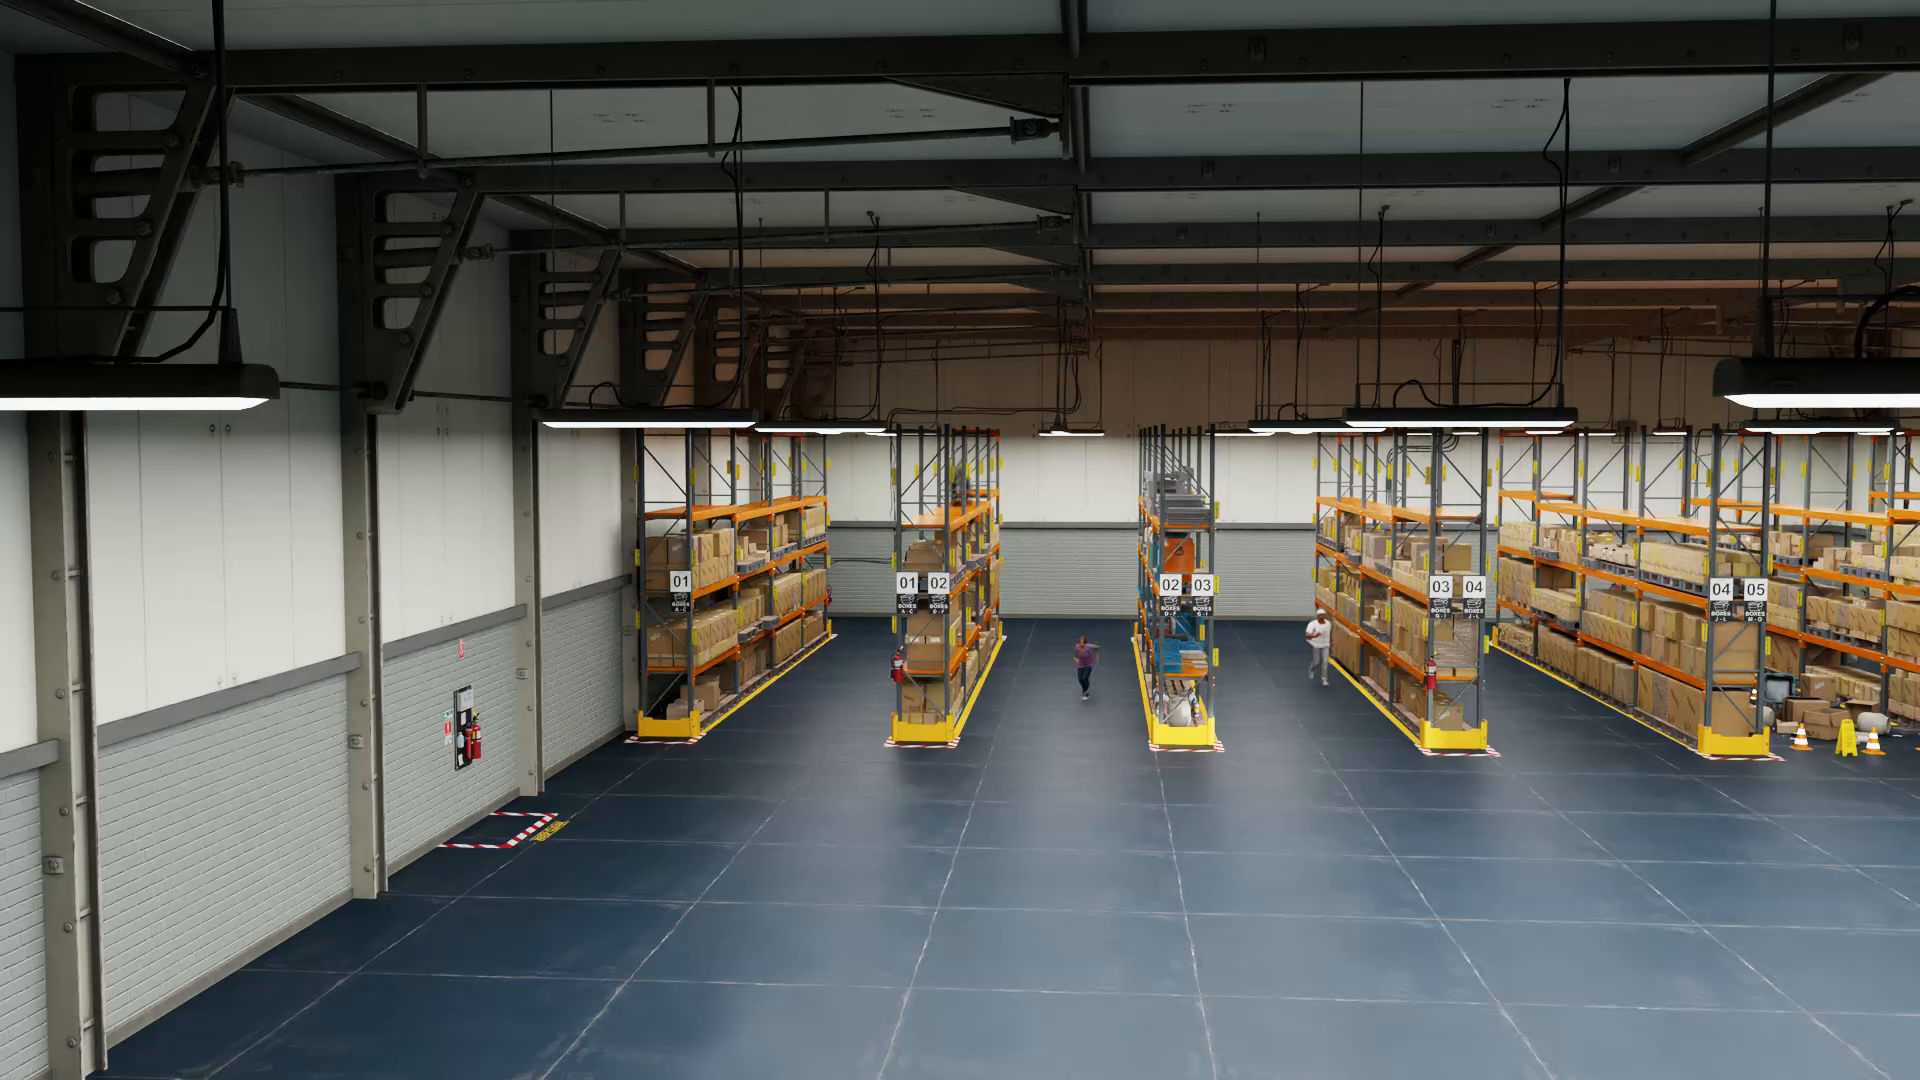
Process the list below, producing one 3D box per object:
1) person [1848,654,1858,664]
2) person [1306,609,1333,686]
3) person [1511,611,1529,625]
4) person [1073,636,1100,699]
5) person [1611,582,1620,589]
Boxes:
[{"bbox_3d":[22.383,2.344,42.069,0.549,1.717,0.793,0,3,-7],"label":"person"},{"bbox_3d":[8.372,2.467,38.683,0.721,1.751,0.926,-1,4,-9],"label":"person"},{"bbox_3d":[16.183,1.936,47.897,0.835,1.735,0.712,-2,4,-25],"label":"person"},{"bbox_3d":[2.756,2.794,36.291,0.570,1.434,0.831,1,4,15],"label":"person"},{"bbox_3d":[18.603,2.000,47.299,0.578,1.694,0.645,0,3,2],"label":"person"}]
